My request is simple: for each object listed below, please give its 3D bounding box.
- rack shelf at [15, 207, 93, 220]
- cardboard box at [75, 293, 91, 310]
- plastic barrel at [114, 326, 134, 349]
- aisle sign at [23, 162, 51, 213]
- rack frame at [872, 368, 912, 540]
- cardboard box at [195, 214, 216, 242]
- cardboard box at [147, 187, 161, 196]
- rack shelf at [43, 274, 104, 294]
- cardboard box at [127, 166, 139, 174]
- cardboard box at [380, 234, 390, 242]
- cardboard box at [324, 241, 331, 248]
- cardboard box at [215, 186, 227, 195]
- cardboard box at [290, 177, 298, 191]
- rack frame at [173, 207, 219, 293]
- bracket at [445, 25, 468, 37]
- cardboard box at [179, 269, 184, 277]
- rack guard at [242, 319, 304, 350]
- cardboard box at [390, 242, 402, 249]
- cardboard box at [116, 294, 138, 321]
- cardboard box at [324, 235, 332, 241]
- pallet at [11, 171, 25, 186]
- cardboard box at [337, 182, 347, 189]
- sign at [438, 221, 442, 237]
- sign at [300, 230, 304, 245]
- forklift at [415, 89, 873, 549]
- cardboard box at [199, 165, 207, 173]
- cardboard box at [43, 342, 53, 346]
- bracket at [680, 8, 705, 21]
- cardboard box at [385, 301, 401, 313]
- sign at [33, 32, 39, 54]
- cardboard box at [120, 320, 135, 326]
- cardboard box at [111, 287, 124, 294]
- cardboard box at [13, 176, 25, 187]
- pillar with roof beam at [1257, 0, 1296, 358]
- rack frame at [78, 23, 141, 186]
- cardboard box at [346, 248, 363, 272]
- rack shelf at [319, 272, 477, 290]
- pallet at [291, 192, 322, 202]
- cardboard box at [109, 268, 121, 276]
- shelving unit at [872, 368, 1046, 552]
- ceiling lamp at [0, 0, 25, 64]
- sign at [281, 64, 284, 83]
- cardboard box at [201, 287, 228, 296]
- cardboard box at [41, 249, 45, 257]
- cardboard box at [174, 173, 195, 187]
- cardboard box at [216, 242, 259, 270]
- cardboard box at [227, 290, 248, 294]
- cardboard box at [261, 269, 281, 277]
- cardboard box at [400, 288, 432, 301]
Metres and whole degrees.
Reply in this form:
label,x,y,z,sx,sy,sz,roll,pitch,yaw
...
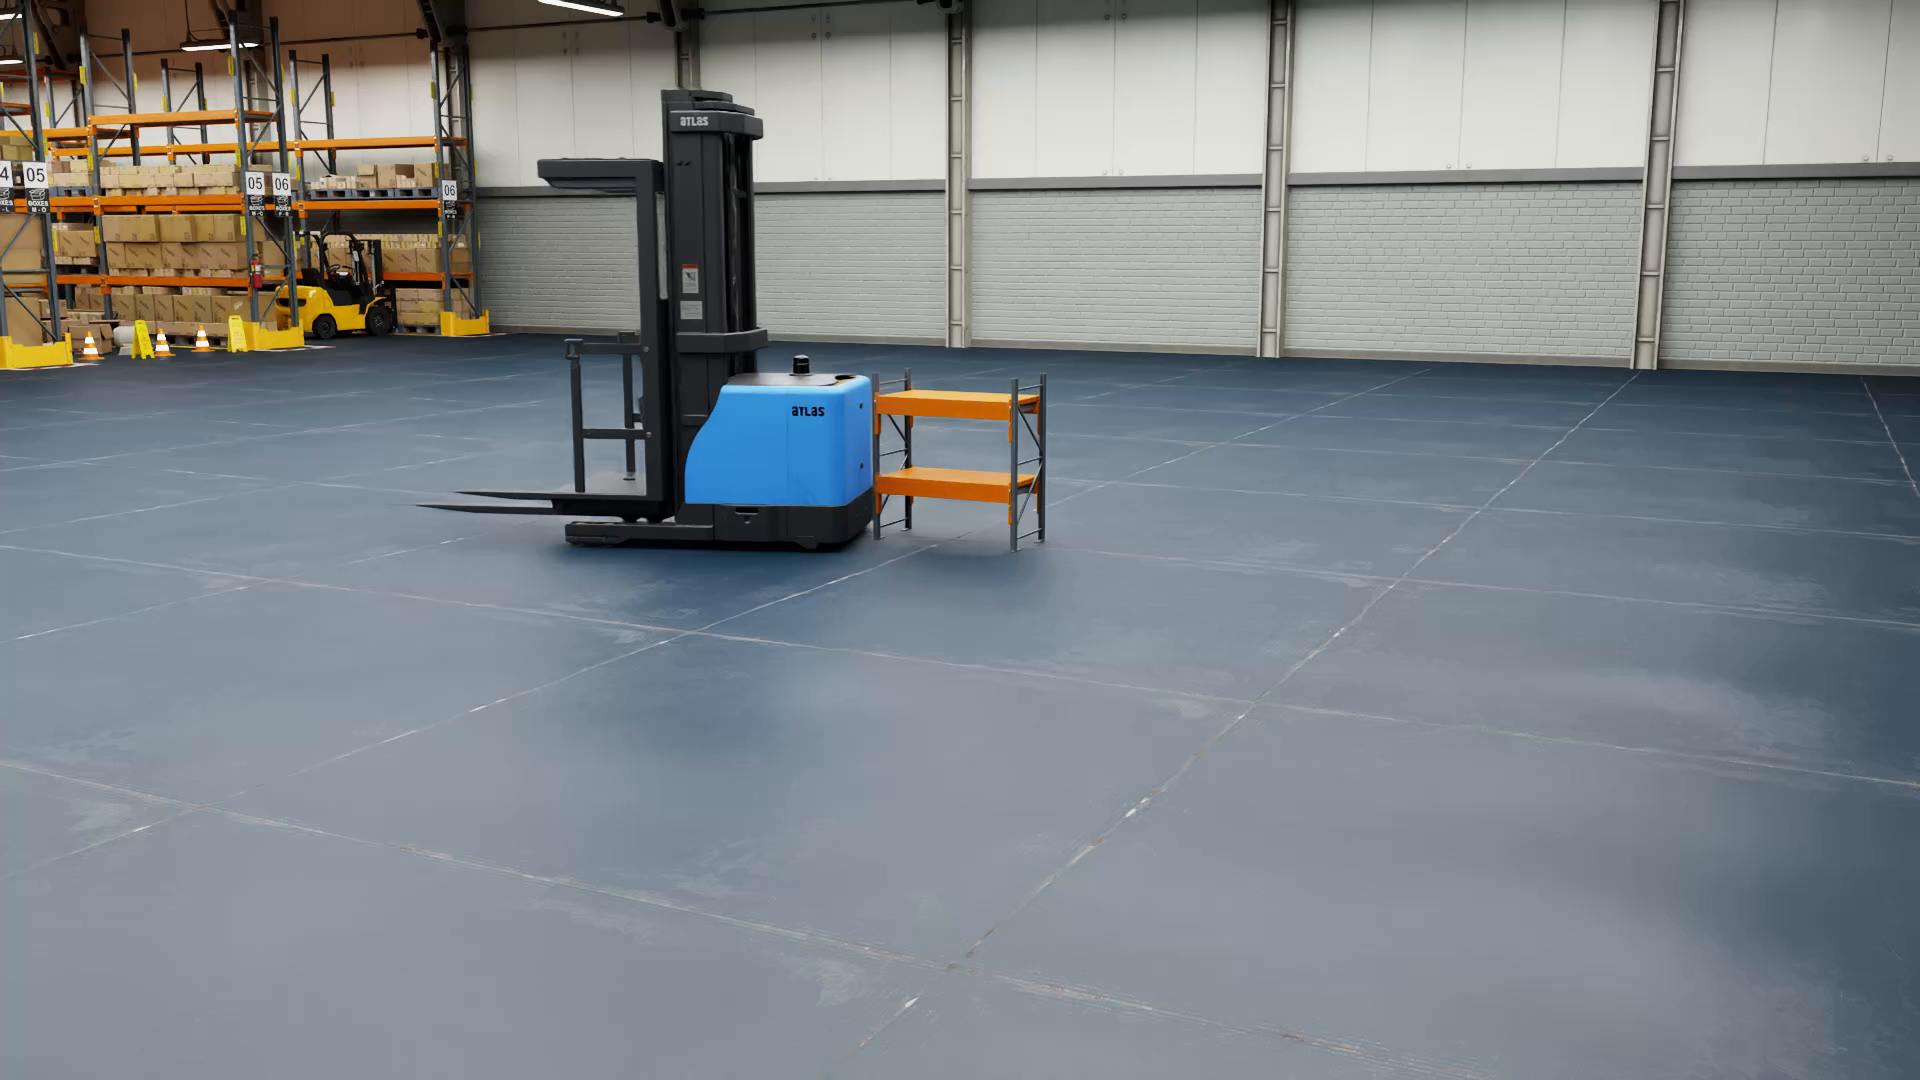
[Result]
label,x,y,z,sx,sy,sz,roll,pitch,yaw
rack shelf,-23.115,-8.086,41.081,4.000,0.370,1.077,5,11,26
cardboard box,-20.987,-5.709,40.189,0.500,0.500,0.500,6,12,28
plastic barrel,-15.275,-3.721,30.599,0.512,0.421,0.421,-4,11,-23
aisle sign,-14.656,-5.590,26.397,0.004,0.787,0.394,5,11,26
rack frame,-0.462,-0.594,11.354,0.032,1.125,0.500,5,11,26
cardboard box,-13.758,-5.801,30.939,0.500,0.500,0.700,5,11,26
cardboard box,-15.051,-6.556,31.312,0.250,0.149,0.380,5,11,25
rack shelf,-18.133,-5.186,33.483,4.000,0.370,1.077,5,11,26
cardboard box,-15.499,-6.987,31.459,0.250,0.149,0.380,5,11,25
cardboard box,-12.163,-6.454,35.532,0.250,0.149,0.380,5,12,27
cardboard box,-13.744,-6.457,36.381,0.250,0.149,0.380,5,12,27
cardboard box,-13.434,-6.418,30.550,0.250,0.149,0.380,5,11,26
cardboard box,-14.904,-7.882,36.724,0.500,0.311,0.500,5,11,24
rack frame,-17.734,-6.491,38.671,0.127,3.000,1.000,5,11,26
bracket,-10.570,-10.693,34.938,0.430,0.232,0.235,5,11,26
cardboard box,-14.545,-5.063,31.486,0.250,0.149,0.380,5,11,26
rack guard,-12.821,-3.843,31.062,0.348,0.500,1.175,5,11,26
cardboard box,-11.920,-6.292,35.470,0.250,0.149,0.380,5,11,24
cardboard box,-15.930,-4.516,32.194,0.500,0.500,0.500,6,12,29
cardboard box,-13.710,-6.614,36.417,0.250,0.149,0.380,5,11,27
pallet,-15.522,-5.758,26.449,1.213,0.211,1.003,5,11,26
cardboard box,-13.190,-7.639,35.841,0.250,0.149,0.380,5,12,28
sign,-10.812,-6.461,34.591,0.005,0.325,0.100,5,11,26
sign,-14.378,-6.619,36.351,0.005,0.325,0.100,5,11,26
forklift,-2.162,-1.481,11.183,3.031,2.935,1.130,1,10,8
cardboard box,-13.842,-6.863,30.774,0.250,0.149,0.380,5,11,26
cardboard box,-16.083,-3.397,29.256,0.258,0.266,0.396,7,13,36
bracket,-5.189,-10.220,32.326,0.430,0.232,0.235,5,11,26
cardboard box,-12.052,-5.027,35.721,0.500,0.250,0.500,5,11,25
sign,-14.601,-7.847,26.250,0.005,0.325,0.100,5,11,26
cardboard box,-15.930,-4.147,32.260,0.500,0.250,0.500,4,11,23
cardboard box,-20.140,-5.958,39.746,0.250,0.149,0.380,5,11,26
cardboard box,-18.546,-7.109,33.374,0.637,0.503,0.797,5,11,26
pillar with roof beam,3.452,-6.905,24.116,0.400,9.000,9.100,5,11,26
rack frame,-16.340,-8.335,32.014,0.127,3.000,1.000,5,11,26
cardboard box,-12.935,-6.070,36.066,0.500,0.500,0.500,5,11,25
rack shelf,-12.353,-5.664,36.123,4.000,0.370,1.077,5,11,26
pallet,-14.944,-7.625,37.052,1.217,0.209,0.805,5,11,24
cardboard box,-16.199,-5.183,32.150,0.250,0.149,0.380,5,11,26
shelving unit,-0.006,-0.554,11.133,1.048,1.125,0.538,5,11,26
ceiling lamp,-21.542,-12.213,37.054,2.000,3.185,0.800,5,11,26
sign,-12.512,-8.605,30.661,0.005,0.325,0.100,5,11,26
cardboard box,-13.945,-4.649,31.109,0.250,0.149,0.380,5,12,27
cardboard box,-18.231,-5.906,33.146,0.500,0.500,0.500,5,11,24
cardboard box,-14.249,-6.693,30.953,0.500,0.250,0.500,5,12,27
cardboard box,-13.361,-5.262,30.764,0.500,0.500,0.500,5,11,25
cardboard box,-16.591,-5.427,38.284,0.625,0.625,0.875,5,12,28
cardboard box,-12.966,-5.004,31.159,0.250,0.149,0.380,5,11,26
cardboard box,-11.571,-5.232,35.449,0.500,0.250,0.500,5,12,27
